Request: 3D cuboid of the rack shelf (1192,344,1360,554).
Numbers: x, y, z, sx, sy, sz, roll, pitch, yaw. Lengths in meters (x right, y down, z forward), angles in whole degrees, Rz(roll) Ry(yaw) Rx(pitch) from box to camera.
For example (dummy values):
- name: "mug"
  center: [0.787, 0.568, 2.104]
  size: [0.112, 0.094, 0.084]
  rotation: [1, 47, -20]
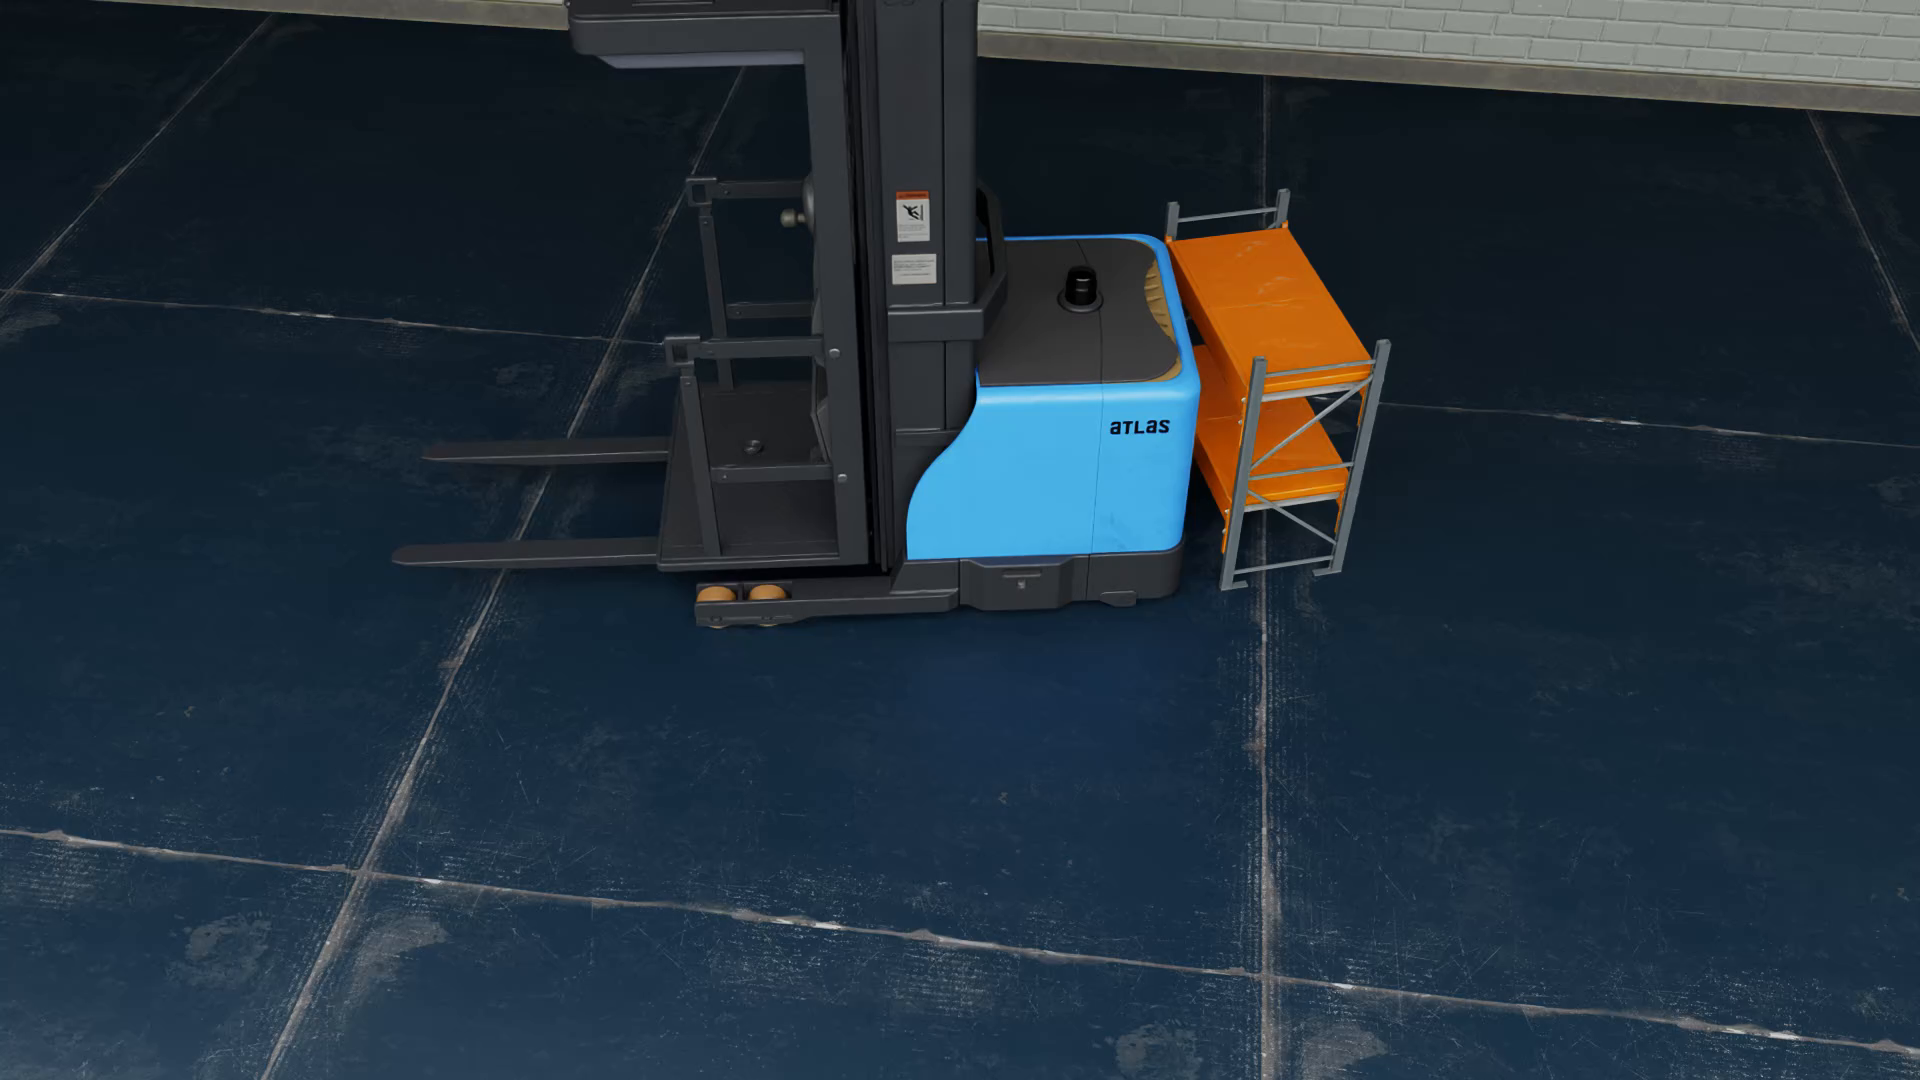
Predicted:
- name: "rack shelf"
  center: [1.163, -0.419, 6.730]
  size: [0.538, 0.278, 1.000]
  rotation: [-8, 44, -9]

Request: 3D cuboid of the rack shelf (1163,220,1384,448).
- name: "rack shelf"
  center: [1.163, -0.809, 6.360]
  size: [0.538, 0.278, 1.000]
  rotation: [-8, 44, -9]

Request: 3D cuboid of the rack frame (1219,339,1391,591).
- name: "rack frame"
  center: [1.269, -0.254, 6.201]
  size: [0.500, 1.125, 0.032]
  rotation: [-8, 44, -9]

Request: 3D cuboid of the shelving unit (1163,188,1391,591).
- name: "shelving unit"
  center: [1.163, -0.596, 6.562]
  size: [0.538, 1.125, 1.048]
  rotation: [-8, 44, -9]

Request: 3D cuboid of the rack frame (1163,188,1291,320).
- name: "rack frame"
  center: [1.058, -0.938, 6.923]
  size: [0.500, 1.125, 0.032]
  rotation: [-8, 44, -9]

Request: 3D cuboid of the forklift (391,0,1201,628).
- name: "forklift"
  center: [-0.675, -1.101, 5.781]
  size: [3.031, 2.935, 1.130]
  rotation: [-2, 43, -2]
